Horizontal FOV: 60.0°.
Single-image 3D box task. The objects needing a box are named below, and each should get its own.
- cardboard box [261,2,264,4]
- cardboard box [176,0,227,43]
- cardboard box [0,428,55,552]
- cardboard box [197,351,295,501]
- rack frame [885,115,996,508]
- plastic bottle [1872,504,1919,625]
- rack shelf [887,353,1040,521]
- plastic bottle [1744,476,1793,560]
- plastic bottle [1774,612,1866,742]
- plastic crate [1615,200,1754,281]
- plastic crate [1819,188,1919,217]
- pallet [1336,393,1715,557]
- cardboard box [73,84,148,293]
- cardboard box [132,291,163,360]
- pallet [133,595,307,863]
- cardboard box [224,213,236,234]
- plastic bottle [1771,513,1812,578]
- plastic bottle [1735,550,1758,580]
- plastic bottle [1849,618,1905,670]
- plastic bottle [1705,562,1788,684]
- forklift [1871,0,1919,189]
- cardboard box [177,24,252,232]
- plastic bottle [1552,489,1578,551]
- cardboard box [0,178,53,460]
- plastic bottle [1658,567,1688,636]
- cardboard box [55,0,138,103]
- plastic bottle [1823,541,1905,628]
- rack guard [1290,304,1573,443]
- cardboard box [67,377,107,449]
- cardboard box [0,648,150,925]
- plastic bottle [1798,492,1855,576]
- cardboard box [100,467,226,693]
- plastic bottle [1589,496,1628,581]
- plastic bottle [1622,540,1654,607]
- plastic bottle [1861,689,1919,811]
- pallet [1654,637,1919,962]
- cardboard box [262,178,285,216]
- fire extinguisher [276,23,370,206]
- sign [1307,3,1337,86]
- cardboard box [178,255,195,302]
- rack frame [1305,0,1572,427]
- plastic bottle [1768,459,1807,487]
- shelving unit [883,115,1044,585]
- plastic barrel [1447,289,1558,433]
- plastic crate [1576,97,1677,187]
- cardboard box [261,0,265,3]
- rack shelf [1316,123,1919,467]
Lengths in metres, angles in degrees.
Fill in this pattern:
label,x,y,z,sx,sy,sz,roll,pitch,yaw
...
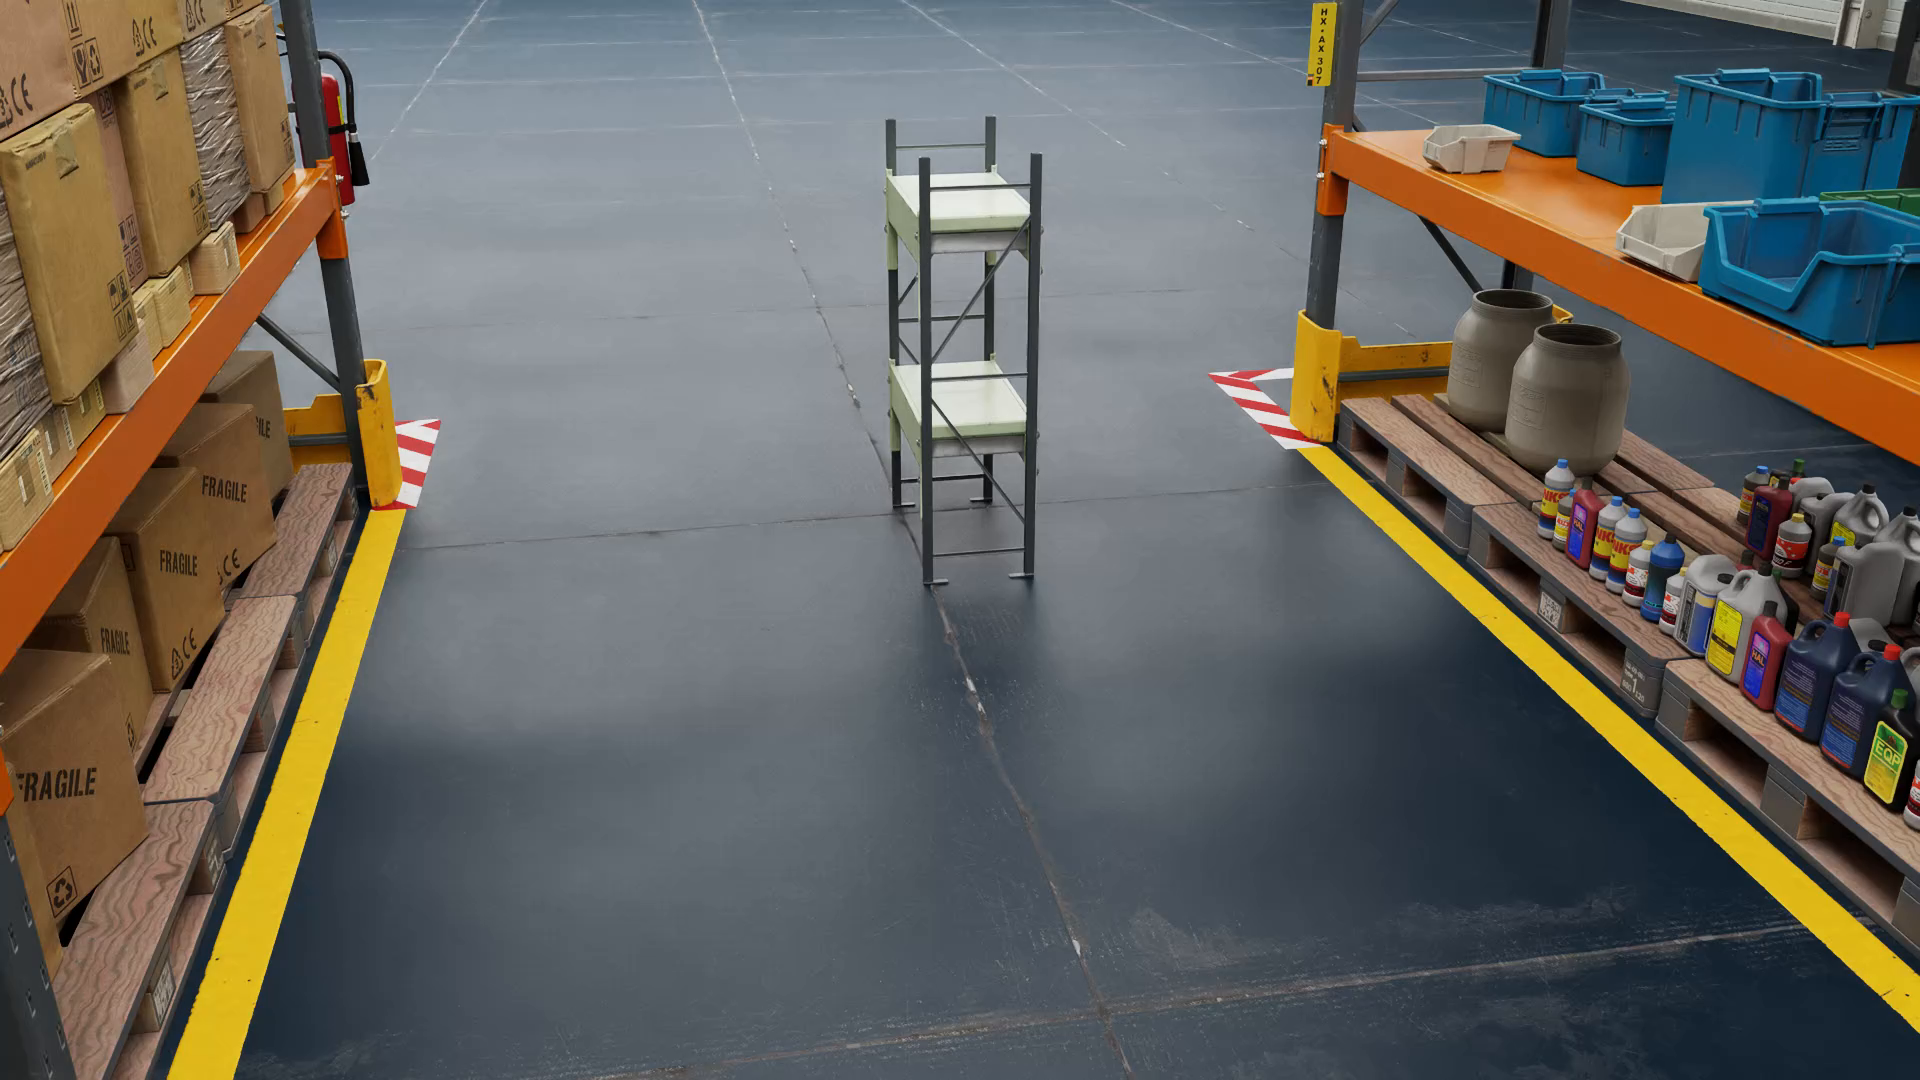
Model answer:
label,x,y,z,sx,sy,sz,roll,pitch,yaw
cardboard box,-2.777,-1.527,5.503,0.875,0.500,0.500,-4,24,-10
cardboard box,-2.319,-1.613,4.449,0.500,0.500,0.500,-4,24,-10
cardboard box,-1.890,-0.081,3.002,0.380,0.149,0.250,-4,24,-10
cardboard box,-2.753,-0.364,5.933,0.500,0.500,0.500,0,24,0
rack frame,-0.069,-0.834,6.285,0.400,1.500,0.023,-4,24,-10
plastic bottle,2.901,0.066,5.112,0.144,0.351,0.185,-4,24,-10
rack shelf,-0.001,-0.391,6.086,0.431,0.370,0.720,-4,24,-10
plastic bottle,2.702,-0.088,5.547,0.061,0.283,0.133,-4,24,-10
plastic bottle,2.318,0.348,4.465,0.144,0.351,0.185,-6,24,-12
plastic crate,2.206,-0.856,4.791,0.530,0.136,0.437,-4,24,-10
plastic crate,2.782,-0.815,4.632,0.450,0.188,0.662,-4,24,-10
pallet,2.221,-0.306,6.687,1.003,0.211,1.213,-4,24,-10
cardboard box,-2.384,-0.742,3.706,0.875,0.500,0.500,-4,24,-10
cardboard box,-2.111,-0.472,3.896,0.380,0.149,0.250,-4,24,-10
pallet,-2.500,0.545,4.738,1.003,0.211,1.213,-4,24,-10
cardboard box,-2.417,-0.958,5.009,0.380,0.149,0.250,-4,24,-10
plastic bottle,2.713,0.013,5.419,0.097,0.201,0.097,0,24,0
plastic bottle,2.336,0.180,4.935,0.061,0.283,0.133,-4,24,-10
plastic bottle,2.459,0.361,4.528,0.152,0.276,0.135,-4,24,-10
plastic bottle,2.258,0.221,4.756,0.144,0.351,0.185,-4,24,-10
forklift,4.537,-1.761,6.620,1.130,2.935,3.031,-4,24,-8
cardboard box,-2.517,-1.140,4.615,0.875,0.500,0.500,-4,24,-10
plastic bottle,2.064,-0.072,5.615,0.097,0.201,0.097,0,24,0
cardboard box,-2.134,-0.354,2.816,0.875,0.500,0.500,-4,24,-10
plastic bottle,2.183,0.181,5.035,0.097,0.201,0.097,0,24,0
cardboard box,-2.131,-1.220,3.549,0.500,0.500,0.500,-4,24,-10
plastic bottle,2.760,0.121,5.079,0.152,0.276,0.135,-4,24,-10
rack guard,2.076,-0.758,7.362,1.175,0.500,0.348,-4,24,-10
cardboard box,-2.019,-0.275,3.446,0.380,0.149,0.250,-4,24,-10
cardboard box,-2.260,0.578,3.778,0.500,0.500,0.500,3,24,7
plastic bottle,2.832,-0.038,5.442,0.152,0.276,0.135,-5,24,-11
cardboard box,-2.511,0.117,4.834,0.500,0.500,0.500,-2,24,-5
plastic bottle,2.108,-0.010,5.385,0.097,0.271,0.097,0,24,0
plastic bottle,2.145,0.100,5.220,0.097,0.201,0.097,0,24,0
plastic bottle,2.342,0.522,4.152,0.061,0.283,0.133,-3,24,-7
pallet,2.672,0.654,4.489,1.003,0.211,1.213,-4,24,-10
cardboard box,-2.454,-1.159,5.469,0.380,0.149,0.250,-4,24,-10
fire extinguisher,-2.420,-1.607,6.279,0.296,0.674,0.183,-4,24,-10
sign,1.474,-2.018,6.777,0.100,0.325,0.005,-4,24,-10
cardboard box,-2.237,-0.666,4.341,0.380,0.149,0.250,-4,24,-10
rack frame,2.016,-1.930,6.922,1.000,3.000,0.127,-4,24,-10
plastic bottle,2.826,-0.152,5.695,0.061,0.283,0.133,-4,24,-8
shelving unit,-0.001,-0.690,5.956,0.431,1.500,0.755,-4,24,-10
plastic barrel,2.213,-0.729,6.756,0.421,0.512,0.421,0,24,0
plastic crate,2.517,-1.431,5.966,0.499,0.251,0.408,-4,24,-10
cardboard box,-2.507,-2.006,5.349,0.500,0.500,0.500,-4,24,-10
rack shelf,2.386,-0.814,5.264,1.077,0.370,4.000,-4,24,-10
